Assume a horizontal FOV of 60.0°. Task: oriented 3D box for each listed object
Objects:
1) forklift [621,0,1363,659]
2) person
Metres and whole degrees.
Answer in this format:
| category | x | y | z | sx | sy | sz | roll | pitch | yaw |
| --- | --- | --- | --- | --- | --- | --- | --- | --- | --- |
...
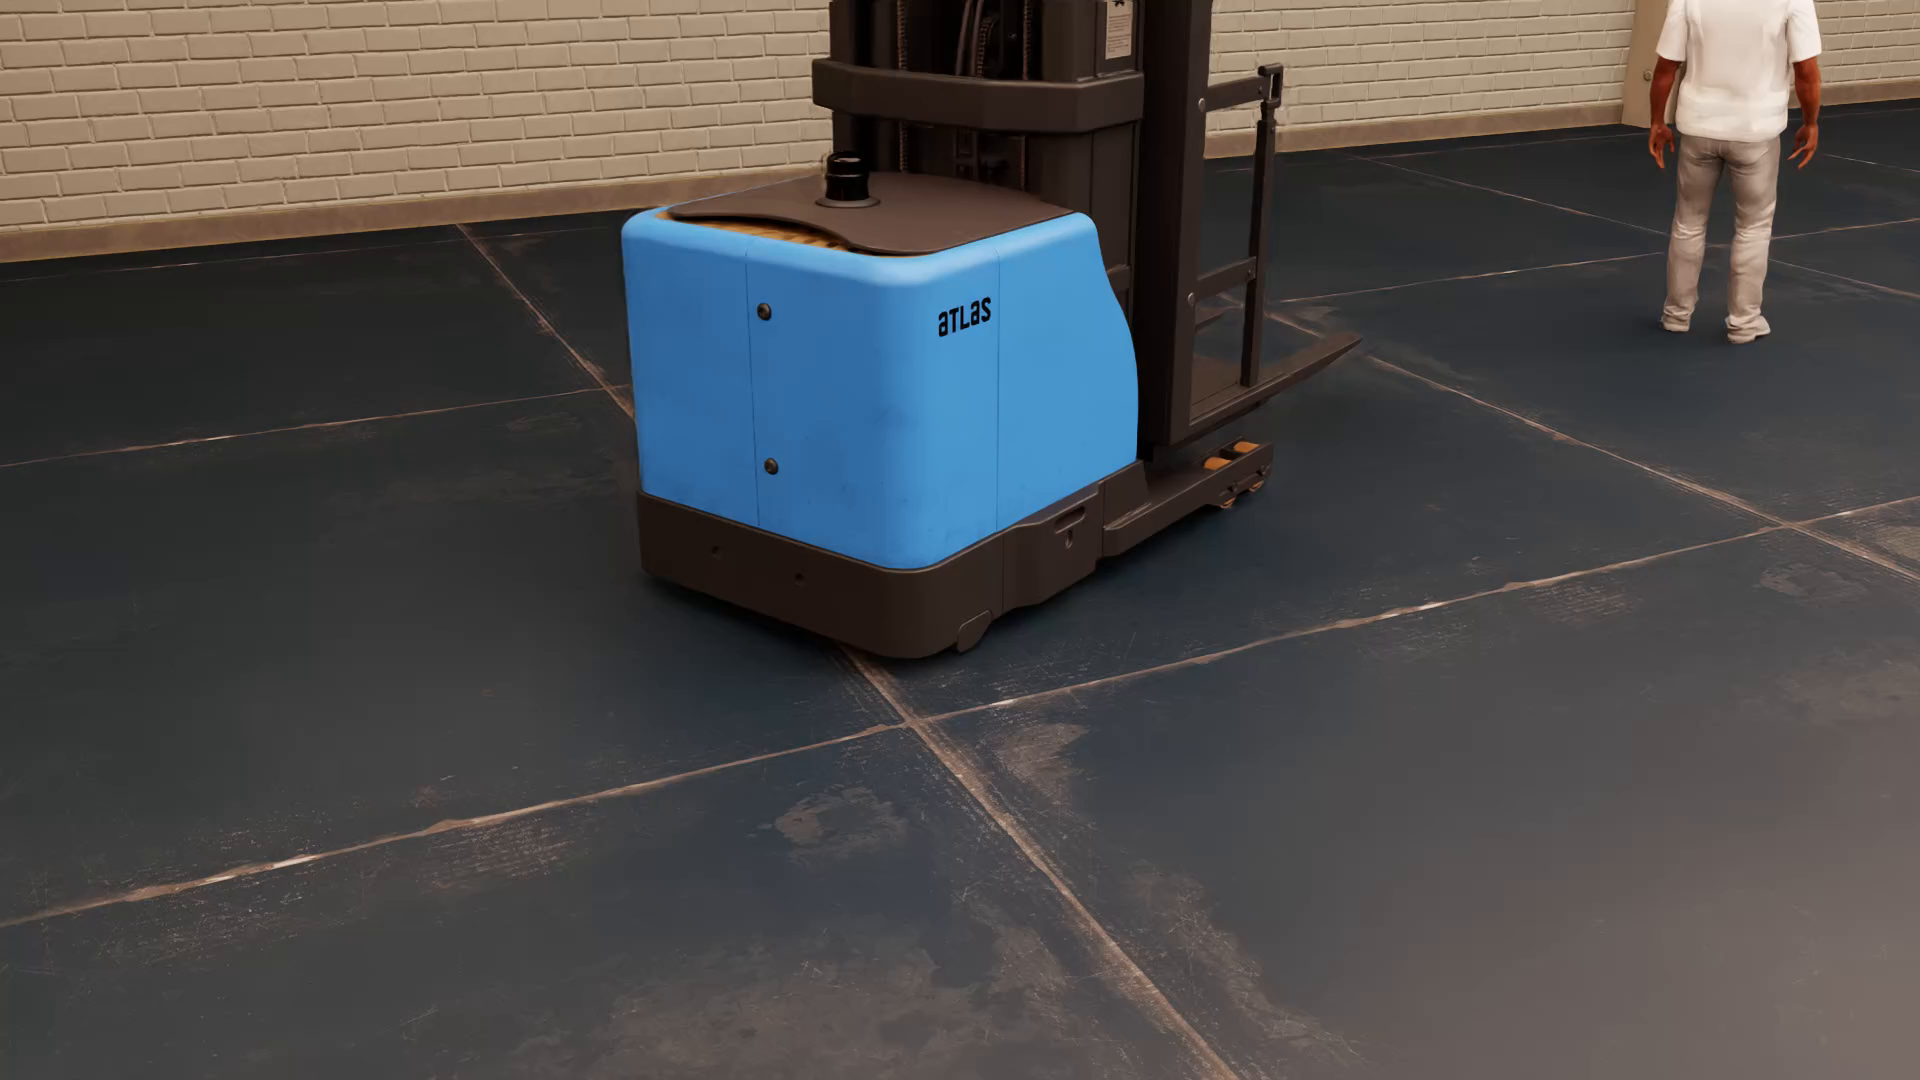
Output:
| category | x | y | z | sx | sy | sz | roll | pitch | yaw |
| --- | --- | --- | --- | --- | --- | --- | --- | --- | --- |
| forklift | 0.380 | -1.554 | 5.027 | 1.130 | 2.935 | 3.031 | 16 | 28 | 34 |
| person | 3.229 | -1.714 | 6.947 | 0.661 | 1.778 | 0.492 | 16 | 27 | 33 |
